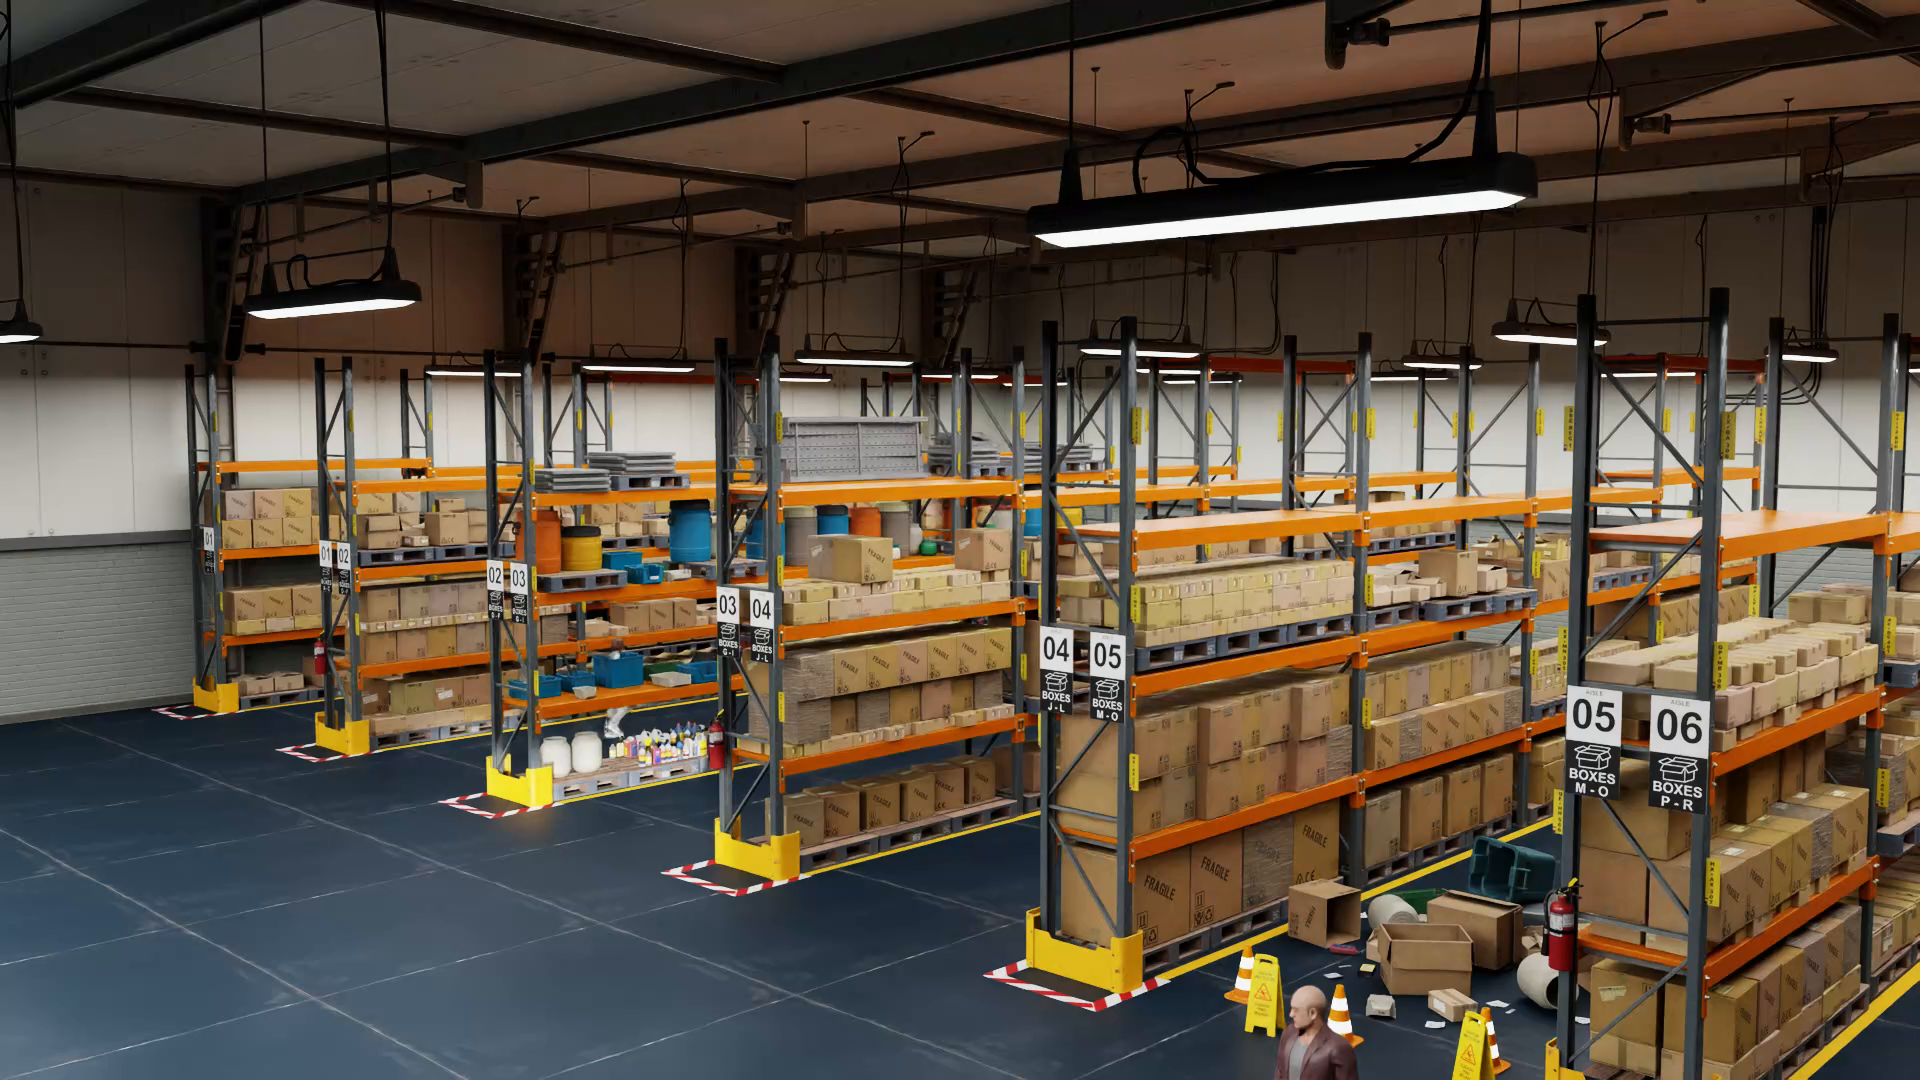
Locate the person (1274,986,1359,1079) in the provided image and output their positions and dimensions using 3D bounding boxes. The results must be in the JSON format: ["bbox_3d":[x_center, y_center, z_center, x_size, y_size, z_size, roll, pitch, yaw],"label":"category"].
[{"bbox_3d":[1.982,3.533,9.787,0.722,1.785,0.636,-2,5,-29],"label":"person"}]

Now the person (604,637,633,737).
[{"bbox_3d":[-5.471,2.339,26.432,0.443,1.583,0.456,-3,5,-36],"label":"person"}]

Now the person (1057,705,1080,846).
[{"bbox_3d":[1.364,2.819,19.896,0.599,1.697,0.539,-2,5,-28],"label":"person"}]
